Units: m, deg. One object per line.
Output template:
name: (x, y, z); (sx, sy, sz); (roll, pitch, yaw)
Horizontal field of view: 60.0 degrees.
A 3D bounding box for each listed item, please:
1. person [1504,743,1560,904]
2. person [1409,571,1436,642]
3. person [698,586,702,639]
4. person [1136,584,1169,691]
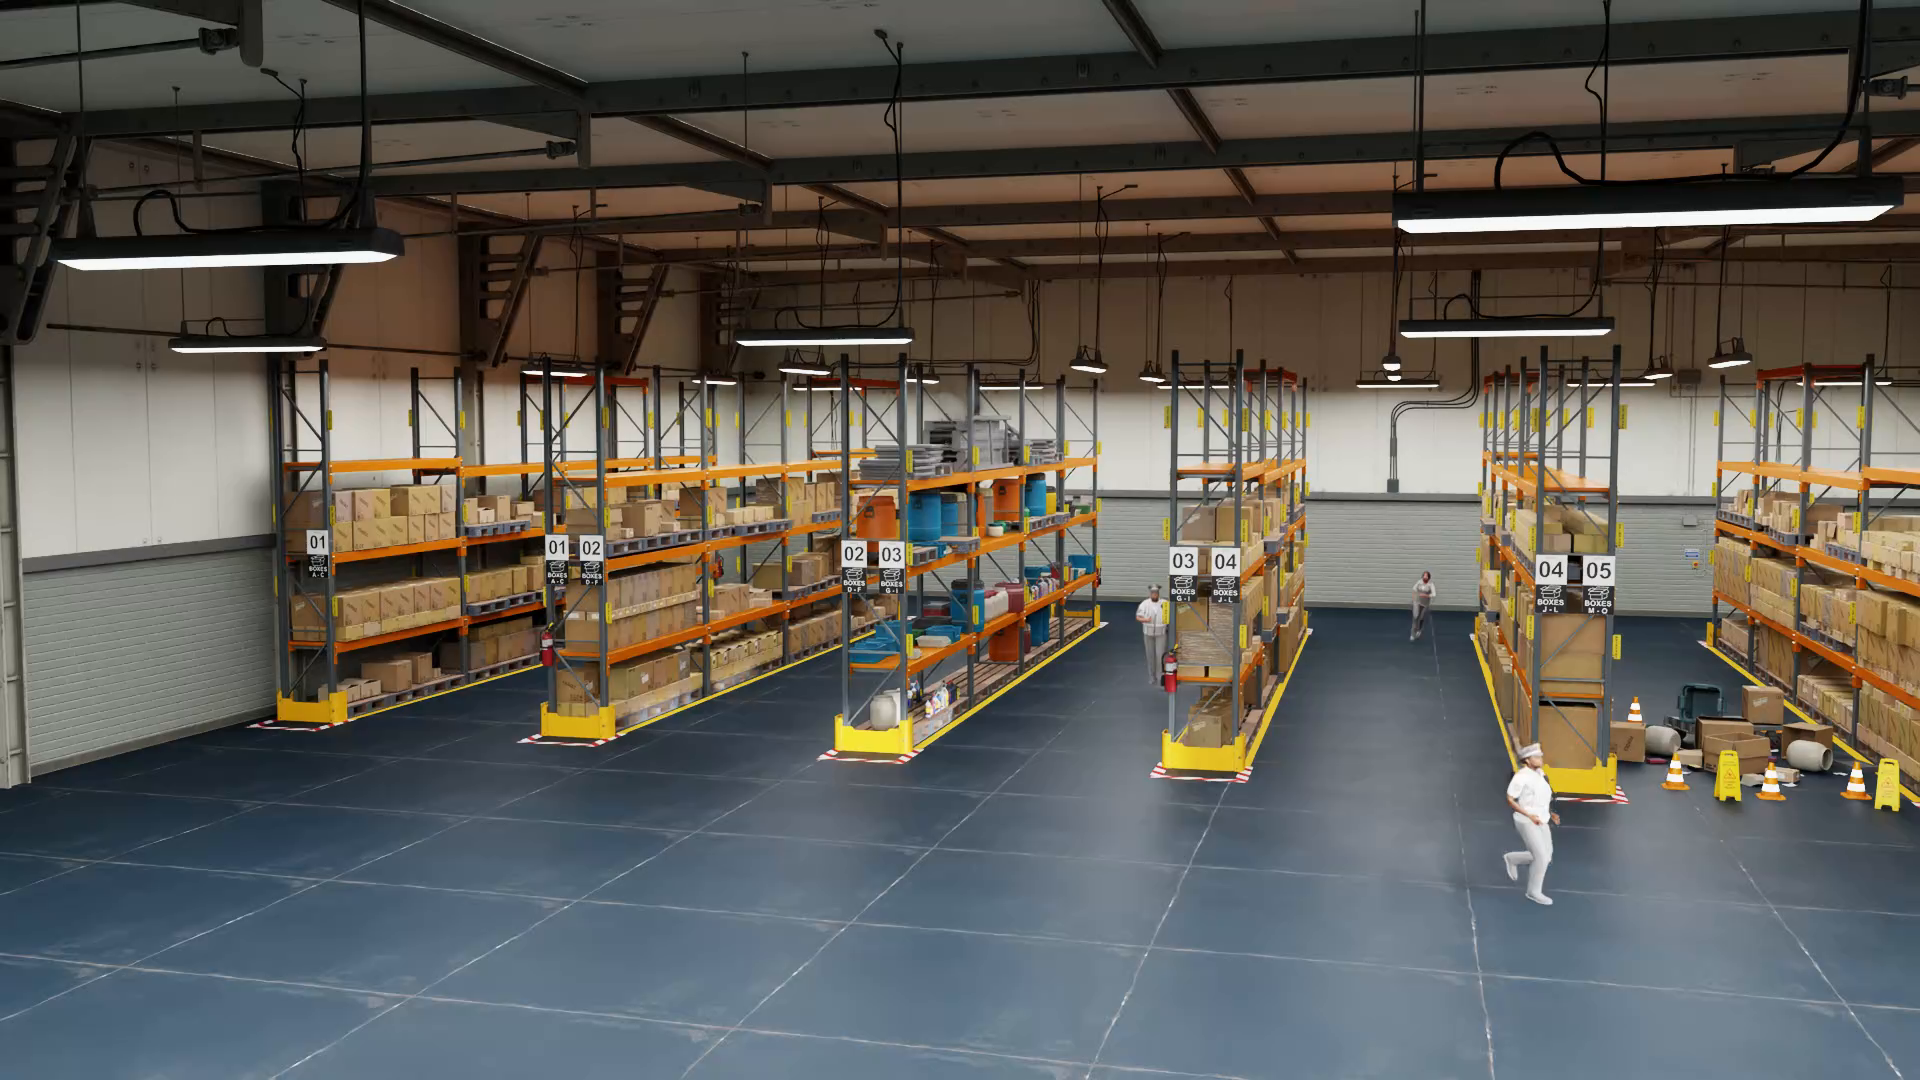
person: (5.938, 2.937, 17.386); (0.575, 1.668, 0.585); (-3, 5, -40)
person: (10.551, 1.499, 37.819); (0.543, 1.613, 0.766); (2, 4, 22)
person: (-5.345, 1.658, 35.292); (0.574, 1.639, 0.585); (1, 4, 18)
person: (3.446, 1.695, 29.482); (0.639, 1.850, 0.790); (1, 4, 11)
